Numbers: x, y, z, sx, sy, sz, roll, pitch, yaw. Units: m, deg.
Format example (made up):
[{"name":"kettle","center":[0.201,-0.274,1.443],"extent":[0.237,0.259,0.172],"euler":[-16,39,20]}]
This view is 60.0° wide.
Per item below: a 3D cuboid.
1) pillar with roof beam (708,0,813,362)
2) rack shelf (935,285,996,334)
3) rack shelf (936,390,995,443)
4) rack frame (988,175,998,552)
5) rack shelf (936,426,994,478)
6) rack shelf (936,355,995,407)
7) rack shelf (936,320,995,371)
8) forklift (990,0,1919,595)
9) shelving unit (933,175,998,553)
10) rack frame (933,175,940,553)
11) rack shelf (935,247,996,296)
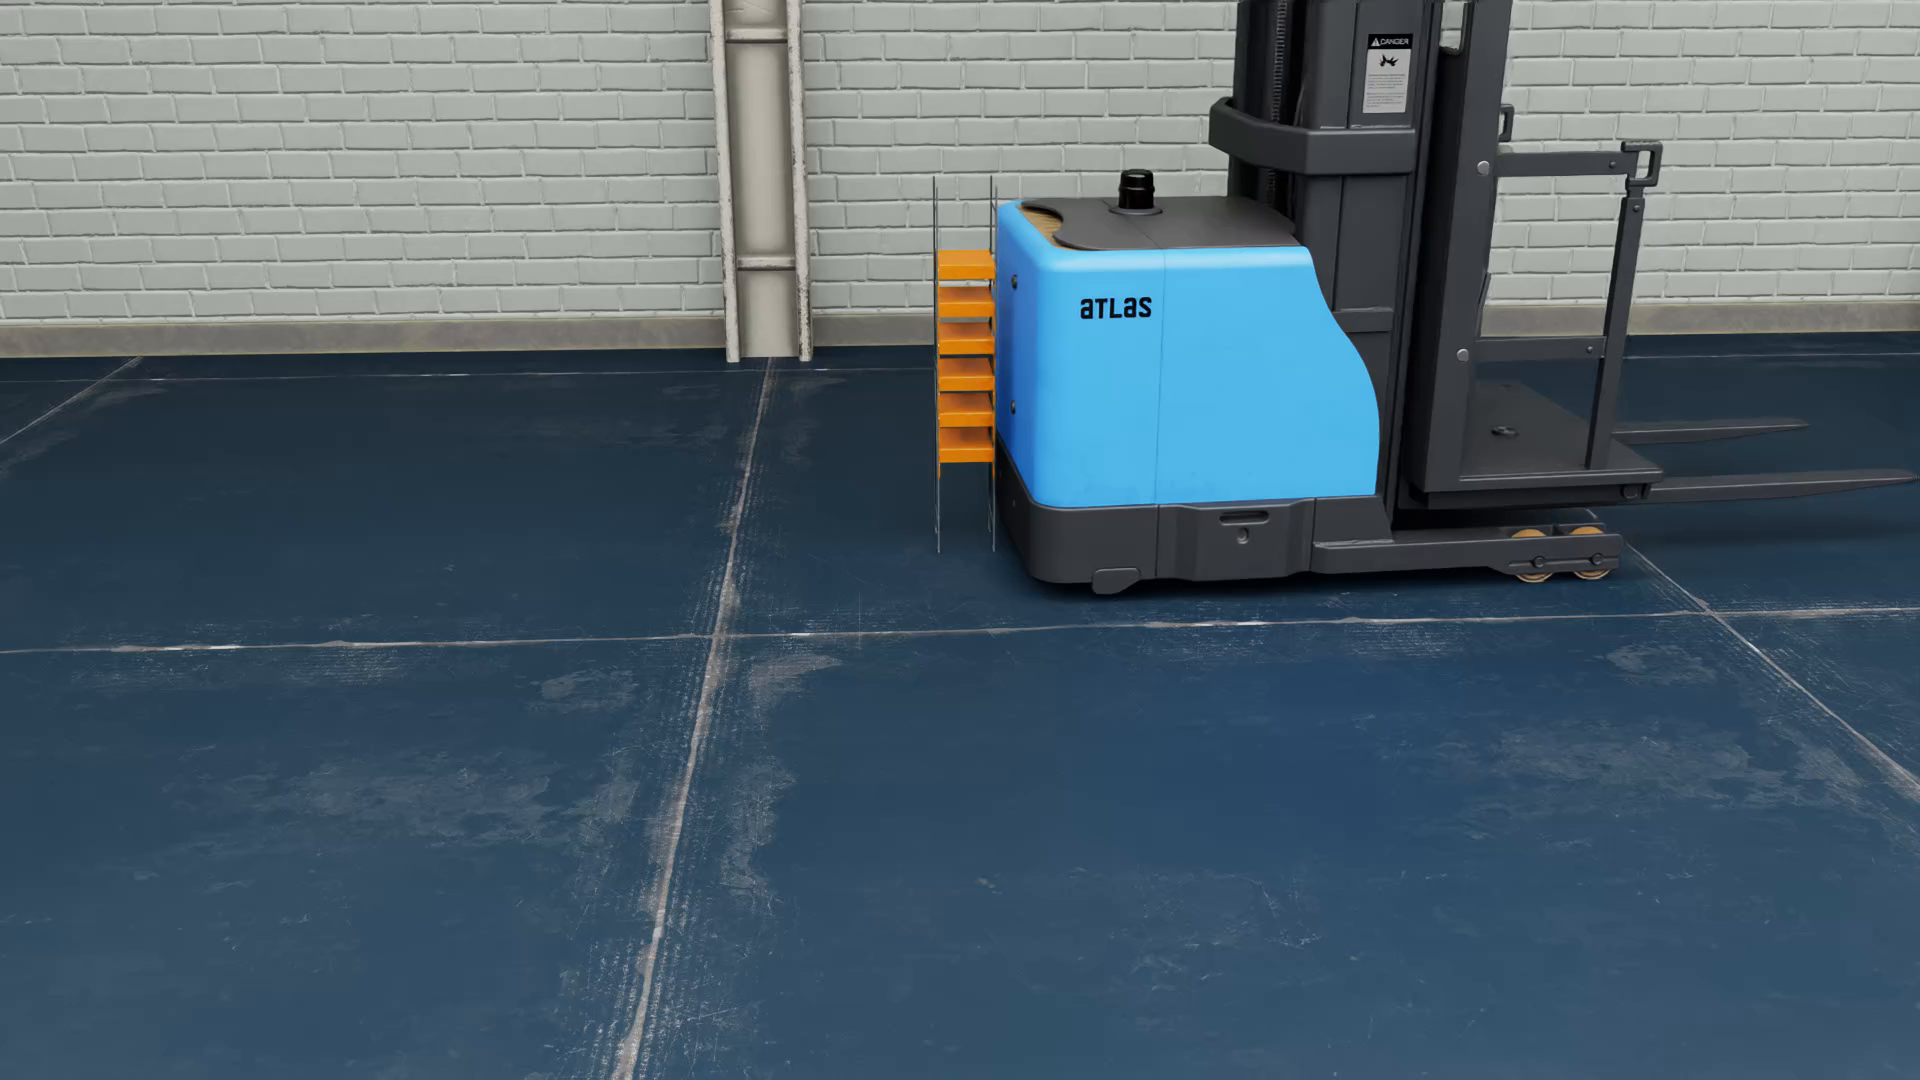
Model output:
[{"name":"pillar with roof beam","center":[-0.661,-3.571,2.354],"extent":[0.400,9.000,9.100],"euler":[-1,21,-3]},{"name":"rack shelf","center":[0.014,-0.744,5.339],"extent":[0.180,0.103,0.258],"euler":[-1,21,-3]},{"name":"rack shelf","center":[0.014,-0.407,5.467],"extent":[0.180,0.103,0.258],"euler":[-1,21,-3]},{"name":"rack frame","center":[0.106,-0.563,5.413],"extent":[0.006,1.200,0.240],"euler":[-1,21,-3]},{"name":"rack shelf","center":[0.014,-0.295,5.509],"extent":[0.180,0.103,0.258],"euler":[-1,21,-3]},{"name":"rack shelf","center":[0.014,-0.520,5.424],"extent":[0.180,0.103,0.258],"euler":[-1,21,-3]},{"name":"rack shelf","center":[0.014,-0.632,5.381],"extent":[0.180,0.103,0.258],"euler":[-1,21,-3]},{"name":"forklift","center":[1.659,-1.418,5.227],"extent":[3.031,2.935,1.130],"euler":[-3,21,-7]},{"name":"shelving unit","center":[0.014,-0.561,5.408],"extent":[0.189,1.200,0.258],"euler":[-1,21,-3]},{"name":"rack frame","center":[-0.077,-0.559,5.403],"extent":[0.006,1.200,0.240],"euler":[-1,21,-3]},{"name":"rack shelf","center":[0.014,-0.856,5.296],"extent":[0.180,0.103,0.258],"euler":[-1,21,-3]}]
